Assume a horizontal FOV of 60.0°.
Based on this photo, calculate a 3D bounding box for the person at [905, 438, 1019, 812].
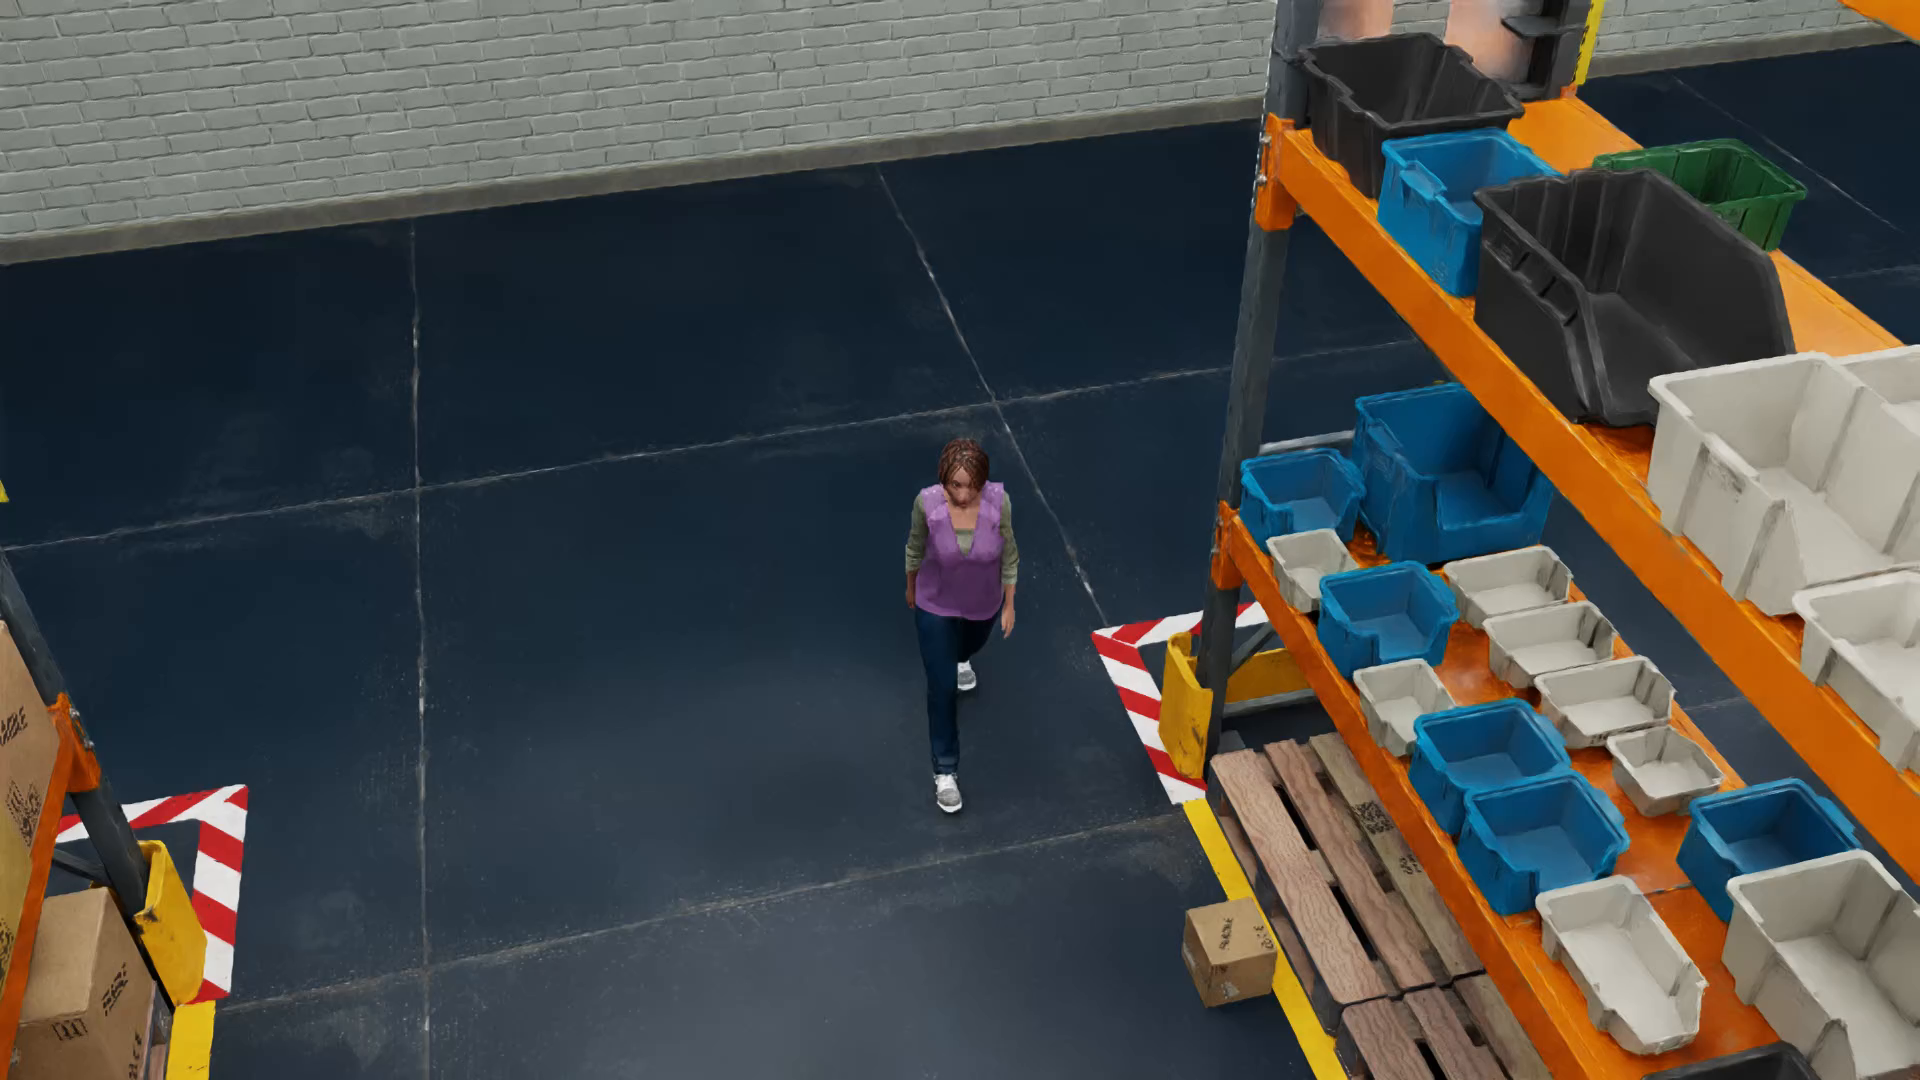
[{"bbox_3d":[0.006,0.208,6.458,0.426,1.550,0.904,-7,39,-8],"label":"person"}]
